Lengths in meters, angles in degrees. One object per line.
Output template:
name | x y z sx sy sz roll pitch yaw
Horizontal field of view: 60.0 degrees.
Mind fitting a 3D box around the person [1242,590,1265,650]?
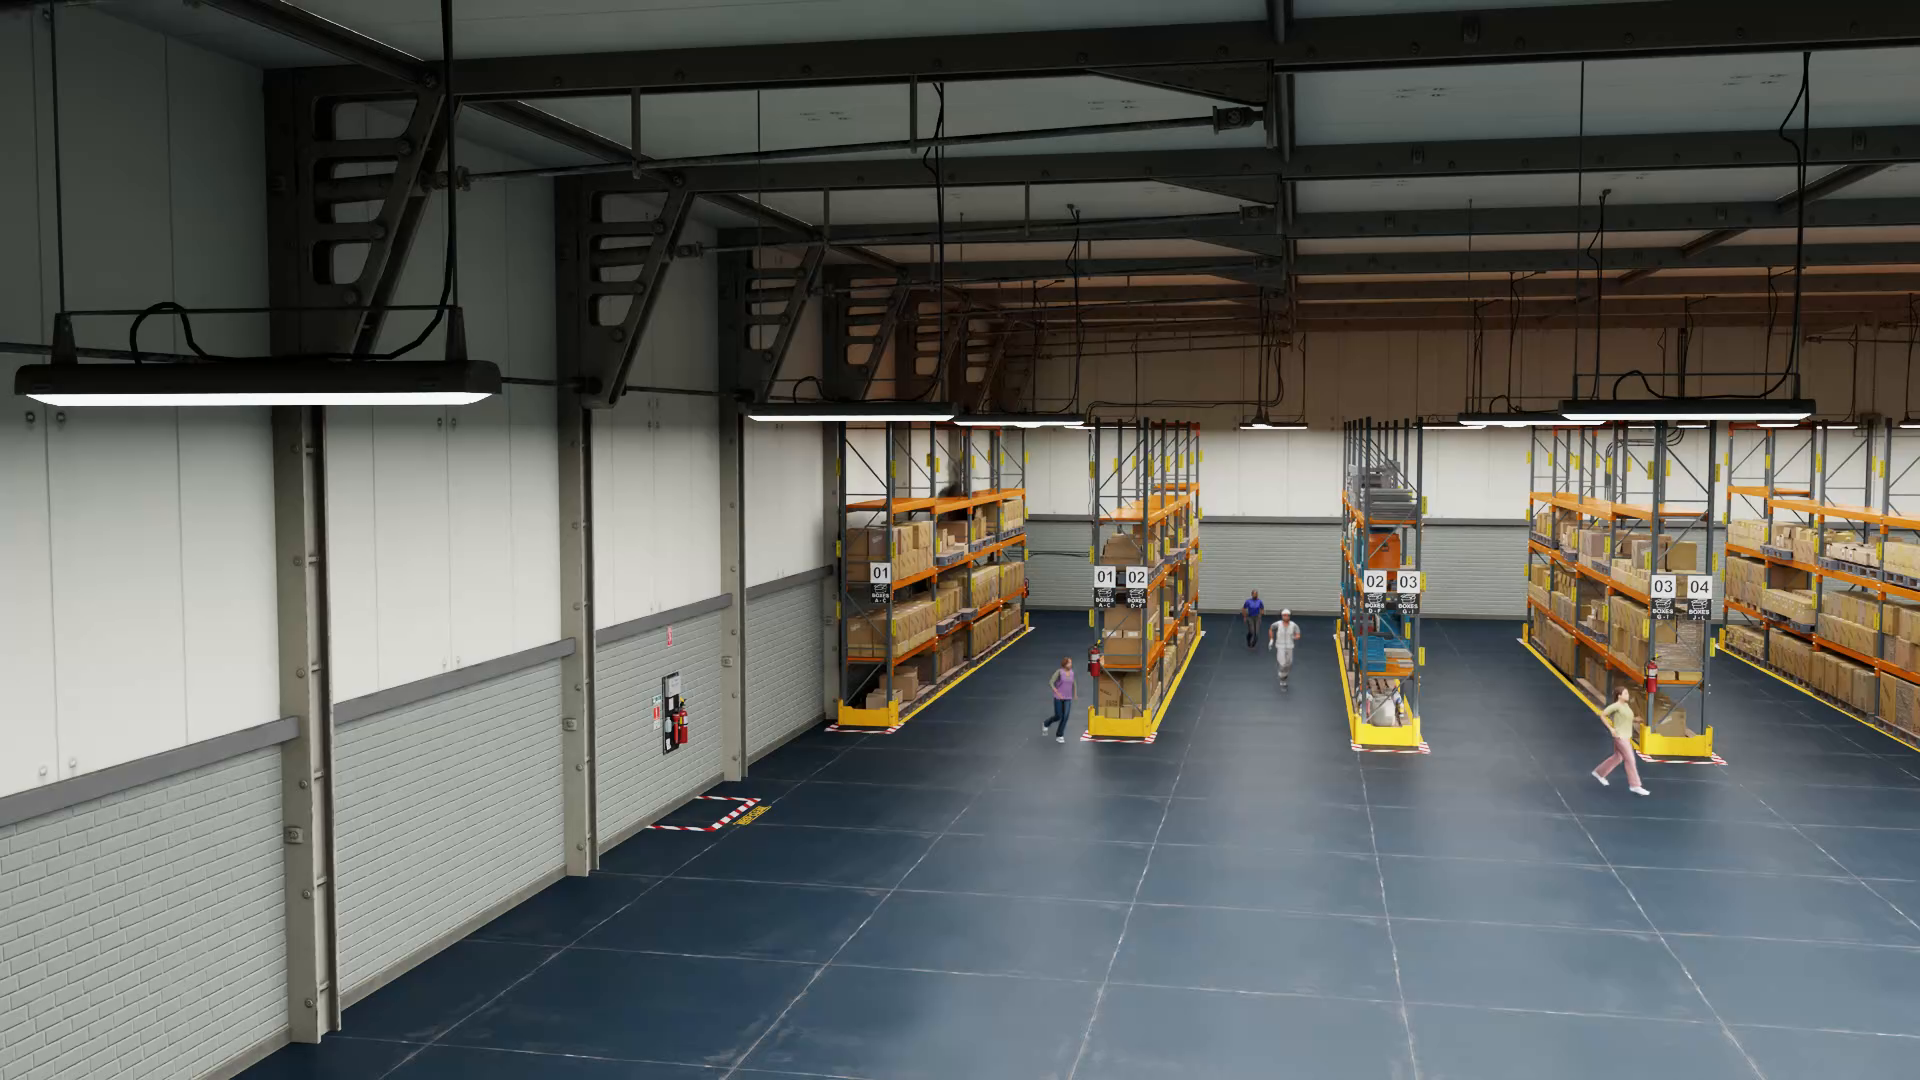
person | 7.692 2.101 43.503 0.558 1.608 0.589 0 4 -1

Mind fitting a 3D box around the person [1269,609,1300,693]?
person | 7.181 2.439 36.756 0.643 1.844 0.876 0 4 -1

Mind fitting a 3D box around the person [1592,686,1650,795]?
person | 10.501 3.146 26.400 0.957 1.666 0.569 3 5 43

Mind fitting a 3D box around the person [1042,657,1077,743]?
person | 1.914 2.940 30.879 0.602 1.550 0.670 -2 4 -28
